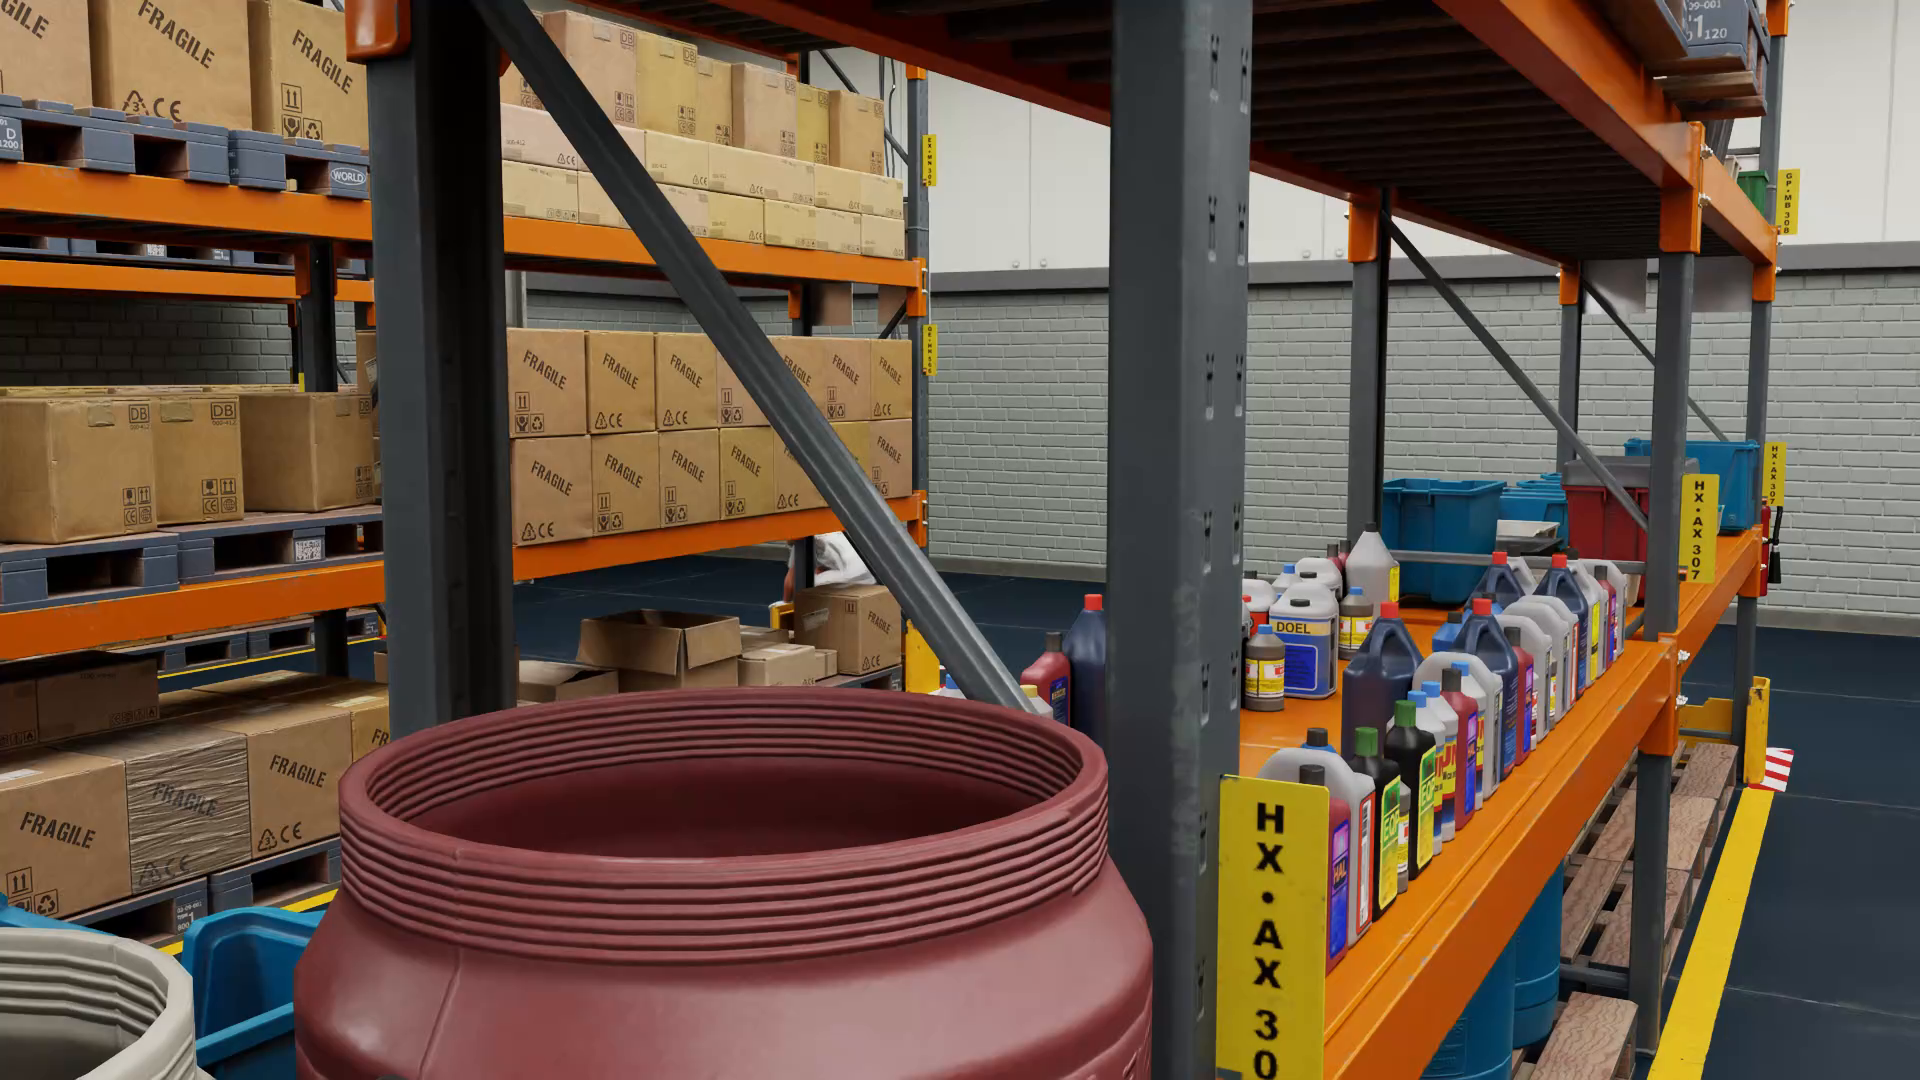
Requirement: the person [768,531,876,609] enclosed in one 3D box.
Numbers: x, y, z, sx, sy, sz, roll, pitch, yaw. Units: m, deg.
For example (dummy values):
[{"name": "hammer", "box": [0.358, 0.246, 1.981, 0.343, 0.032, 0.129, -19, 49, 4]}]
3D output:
[{"name": "person", "box": [-1.053, 0.283, 13.117, 0.877, 0.994, 0.574, 3, 7, 28]}]
